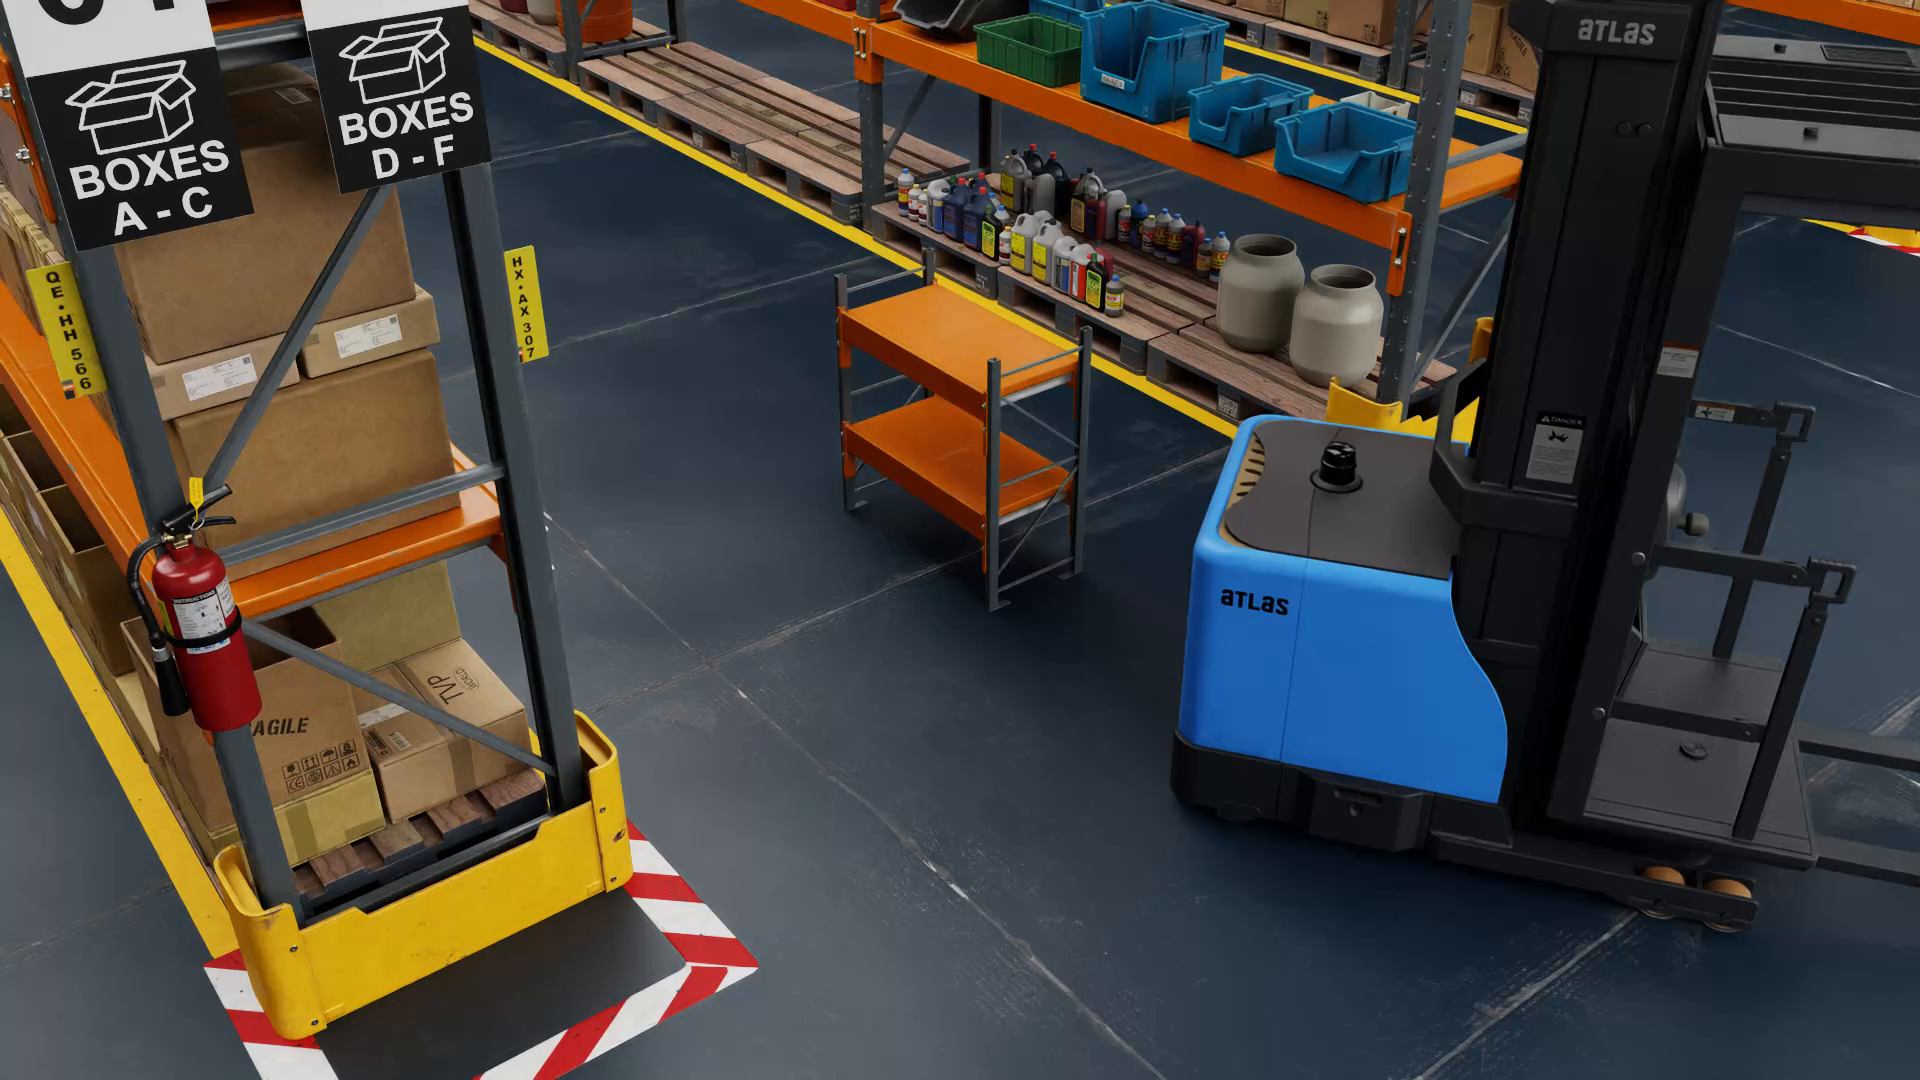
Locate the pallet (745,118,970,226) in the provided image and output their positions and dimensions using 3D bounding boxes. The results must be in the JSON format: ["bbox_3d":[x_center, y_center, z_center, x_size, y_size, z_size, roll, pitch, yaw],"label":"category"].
[{"bbox_3d":[-0.683,-2.460,11.010,1.003,0.211,1.213,-22,38,-31],"label":"pallet"}]

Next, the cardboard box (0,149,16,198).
[{"bbox_3d":[-2.885,-1.512,5.517,0.700,0.500,0.500,-22,38,-31],"label":"cardboard box"}]

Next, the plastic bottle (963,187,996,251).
[{"bbox_3d":[0.112,-1.842,9.466,0.144,0.351,0.185,-24,39,-33],"label":"plastic bottle"}]

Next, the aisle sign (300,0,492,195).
[{"bbox_3d":[-1.350,-1.238,3.936,0.394,0.787,0.004,-22,38,-31],"label":"aisle sign"}]

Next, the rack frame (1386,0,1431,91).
[{"bbox_3d":[3.742,-4.932,12.348,1.000,3.000,0.127,-22,38,-31],"label":"rack frame"}]

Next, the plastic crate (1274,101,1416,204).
[{"bbox_3d":[1.739,-1.711,7.303,0.499,0.251,0.616,-22,38,-31],"label":"plastic crate"}]

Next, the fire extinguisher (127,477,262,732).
[{"bbox_3d":[-1.927,0.171,4.205,0.296,0.674,0.183,-22,38,-31],"label":"fire extinguisher"}]

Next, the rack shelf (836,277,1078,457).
[{"bbox_3d":[-0.004,-0.729,6.803,0.538,0.278,1.000,-22,38,-31],"label":"rack shelf"}]

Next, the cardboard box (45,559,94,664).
[{"bbox_3d":[-3.124,0.179,6.327,0.500,0.250,0.500,-22,38,-31],"label":"cardboard box"}]

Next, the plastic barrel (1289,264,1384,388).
[{"bbox_3d":[1.818,-1.034,8.031,0.421,0.512,0.421,0,32,0],"label":"plastic barrel"}]

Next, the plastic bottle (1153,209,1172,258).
[{"bbox_3d":[1.145,-1.731,9.364,0.097,0.271,0.097,0,32,0],"label":"plastic bottle"}]

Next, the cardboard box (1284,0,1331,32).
[{"bbox_3d":[3.105,-4.525,13.645,0.700,0.500,0.500,-23,38,-32],"label":"cardboard box"}]

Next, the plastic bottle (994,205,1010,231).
[{"bbox_3d":[0.232,-1.759,9.408,0.097,0.271,0.097,0,32,0],"label":"plastic bottle"}]

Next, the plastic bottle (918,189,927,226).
[{"bbox_3d":[-0.197,-1.968,9.812,0.097,0.201,0.097,0,32,0],"label":"plastic bottle"}]

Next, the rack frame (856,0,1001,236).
[{"bbox_3d":[-0.170,-3.330,9.768,1.000,3.000,0.127,-22,38,-31],"label":"rack frame"}]

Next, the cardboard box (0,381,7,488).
[{"bbox_3d":[-3.736,-0.557,6.801,0.500,0.500,0.500,-22,38,-31],"label":"cardboard box"}]

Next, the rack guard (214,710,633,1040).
[{"bbox_3d":[-1.618,1.010,5.150,1.175,0.500,0.348,-22,38,-31],"label":"rack guard"}]

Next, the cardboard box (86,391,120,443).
[{"bbox_3d":[-2.535,-0.729,5.486,0.700,0.500,0.500,-22,38,-31],"label":"cardboard box"}]

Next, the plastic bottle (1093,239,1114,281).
[{"bbox_3d":[0.761,-1.468,8.928,0.061,0.283,0.133,-22,38,-31],"label":"plastic bottle"}]

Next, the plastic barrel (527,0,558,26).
[{"bbox_3d":[-3.354,-4.523,13.649,0.421,0.512,0.421,0,32,0],"label":"plastic barrel"}]

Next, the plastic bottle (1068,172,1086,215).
[{"bbox_3d":[0.703,-2.053,9.870,0.061,0.283,0.133,-20,37,-28],"label":"plastic bottle"}]

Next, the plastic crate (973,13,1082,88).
[{"bbox_3d":[0.439,-2.583,8.766,0.450,0.188,0.662,-22,38,-31],"label":"plastic crate"}]

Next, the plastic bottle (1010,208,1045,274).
[{"bbox_3d":[0.373,-1.665,9.181,0.144,0.351,0.185,-23,38,-32],"label":"plastic bottle"}]

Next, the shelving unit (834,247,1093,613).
[{"bbox_3d":[-0.004,-0.481,6.958,0.538,1.125,1.048,-22,38,-31],"label":"shelving unit"}]

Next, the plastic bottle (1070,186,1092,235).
[{"bbox_3d":[0.703,-1.929,9.670,0.061,0.283,0.133,-22,38,-31],"label":"plastic bottle"}]

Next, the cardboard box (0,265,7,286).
[{"bbox_3d":[-3.480,-1.370,6.519,0.700,0.500,0.500,-23,38,-32],"label":"cardboard box"}]

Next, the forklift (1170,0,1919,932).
[{"bbox_3d":[2.300,-0.322,4.990,3.031,2.935,1.130,10,33,15],"label":"forklift"}]

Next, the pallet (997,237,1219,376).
[{"bbox_3d":[0.961,-1.343,9.212,1.003,0.211,1.213,-22,38,-31],"label":"pallet"}]

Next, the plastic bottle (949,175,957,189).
[{"bbox_3d":[-0.018,-1.997,9.780,0.061,0.283,0.133,-22,38,-31],"label":"plastic bottle"}]

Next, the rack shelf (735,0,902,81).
[{"bbox_3d":[-1.397,-3.858,11.300,1.077,0.370,4.000,-22,38,-31],"label":"rack shelf"}]

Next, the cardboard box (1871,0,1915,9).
[{"bbox_3d":[5.704,-3.315,9.982,0.380,0.149,0.250,-22,38,-31],"label":"cardboard box"}]

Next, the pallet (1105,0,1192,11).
[{"bbox_3d":[1.767,-5.088,15.243,1.003,0.211,1.213,-22,38,-31],"label":"pallet"}]

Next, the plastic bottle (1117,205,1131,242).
[{"bbox_3d":[0.958,-1.829,9.587,0.097,0.201,0.097,0,32,0],"label":"plastic bottle"}]

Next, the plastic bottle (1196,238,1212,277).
[{"bbox_3d":[1.353,-1.560,9.155,0.097,0.201,0.097,0,32,0],"label":"plastic bottle"}]

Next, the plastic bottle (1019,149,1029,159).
[{"bbox_3d":[0.385,-2.269,10.218,0.061,0.283,0.133,-20,37,-29],"label":"plastic bottle"}]

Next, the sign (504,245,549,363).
[{"bbox_3d":[-1.191,-0.640,4.542,0.100,0.325,0.005,-22,38,-31],"label":"sign"}]

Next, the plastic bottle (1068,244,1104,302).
[{"bbox_3d":[0.677,-1.430,8.874,0.152,0.276,0.135,-22,38,-31],"label":"plastic bottle"}]

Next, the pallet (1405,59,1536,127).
[{"bbox_3d":[4.182,-3.479,12.652,1.003,0.211,1.213,-22,38,-31],"label":"pallet"}]

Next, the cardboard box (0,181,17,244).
[{"bbox_3d":[-2.970,-1.123,5.505,0.380,0.149,0.250,-23,38,-32],"label":"cardboard box"}]

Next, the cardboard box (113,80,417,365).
[{"bbox_3d":[-1.941,-0.876,4.493,0.700,0.500,0.500,-22,38,-31],"label":"cardboard box"}]

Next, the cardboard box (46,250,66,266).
[{"bbox_3d":[-2.488,-0.798,4.982,0.380,0.149,0.250,-22,38,-31],"label":"cardboard box"}]

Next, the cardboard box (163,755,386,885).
[{"bbox_3d":[-2.195,0.800,5.327,0.500,0.250,0.500,-22,38,-31],"label":"cardboard box"}]

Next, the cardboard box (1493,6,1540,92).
[{"bbox_3d":[4.313,-3.633,12.227,0.500,0.500,0.500,-11,33,-16],"label":"cardboard box"}]

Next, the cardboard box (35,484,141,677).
[{"bbox_3d":[-2.821,0.070,5.791,0.500,0.500,0.500,-22,38,-31],"label":"cardboard box"}]

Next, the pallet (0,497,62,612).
[{"bbox_3d":[-3.631,-0.199,7.370,1.003,0.211,1.213,-22,38,-31],"label":"pallet"}]
